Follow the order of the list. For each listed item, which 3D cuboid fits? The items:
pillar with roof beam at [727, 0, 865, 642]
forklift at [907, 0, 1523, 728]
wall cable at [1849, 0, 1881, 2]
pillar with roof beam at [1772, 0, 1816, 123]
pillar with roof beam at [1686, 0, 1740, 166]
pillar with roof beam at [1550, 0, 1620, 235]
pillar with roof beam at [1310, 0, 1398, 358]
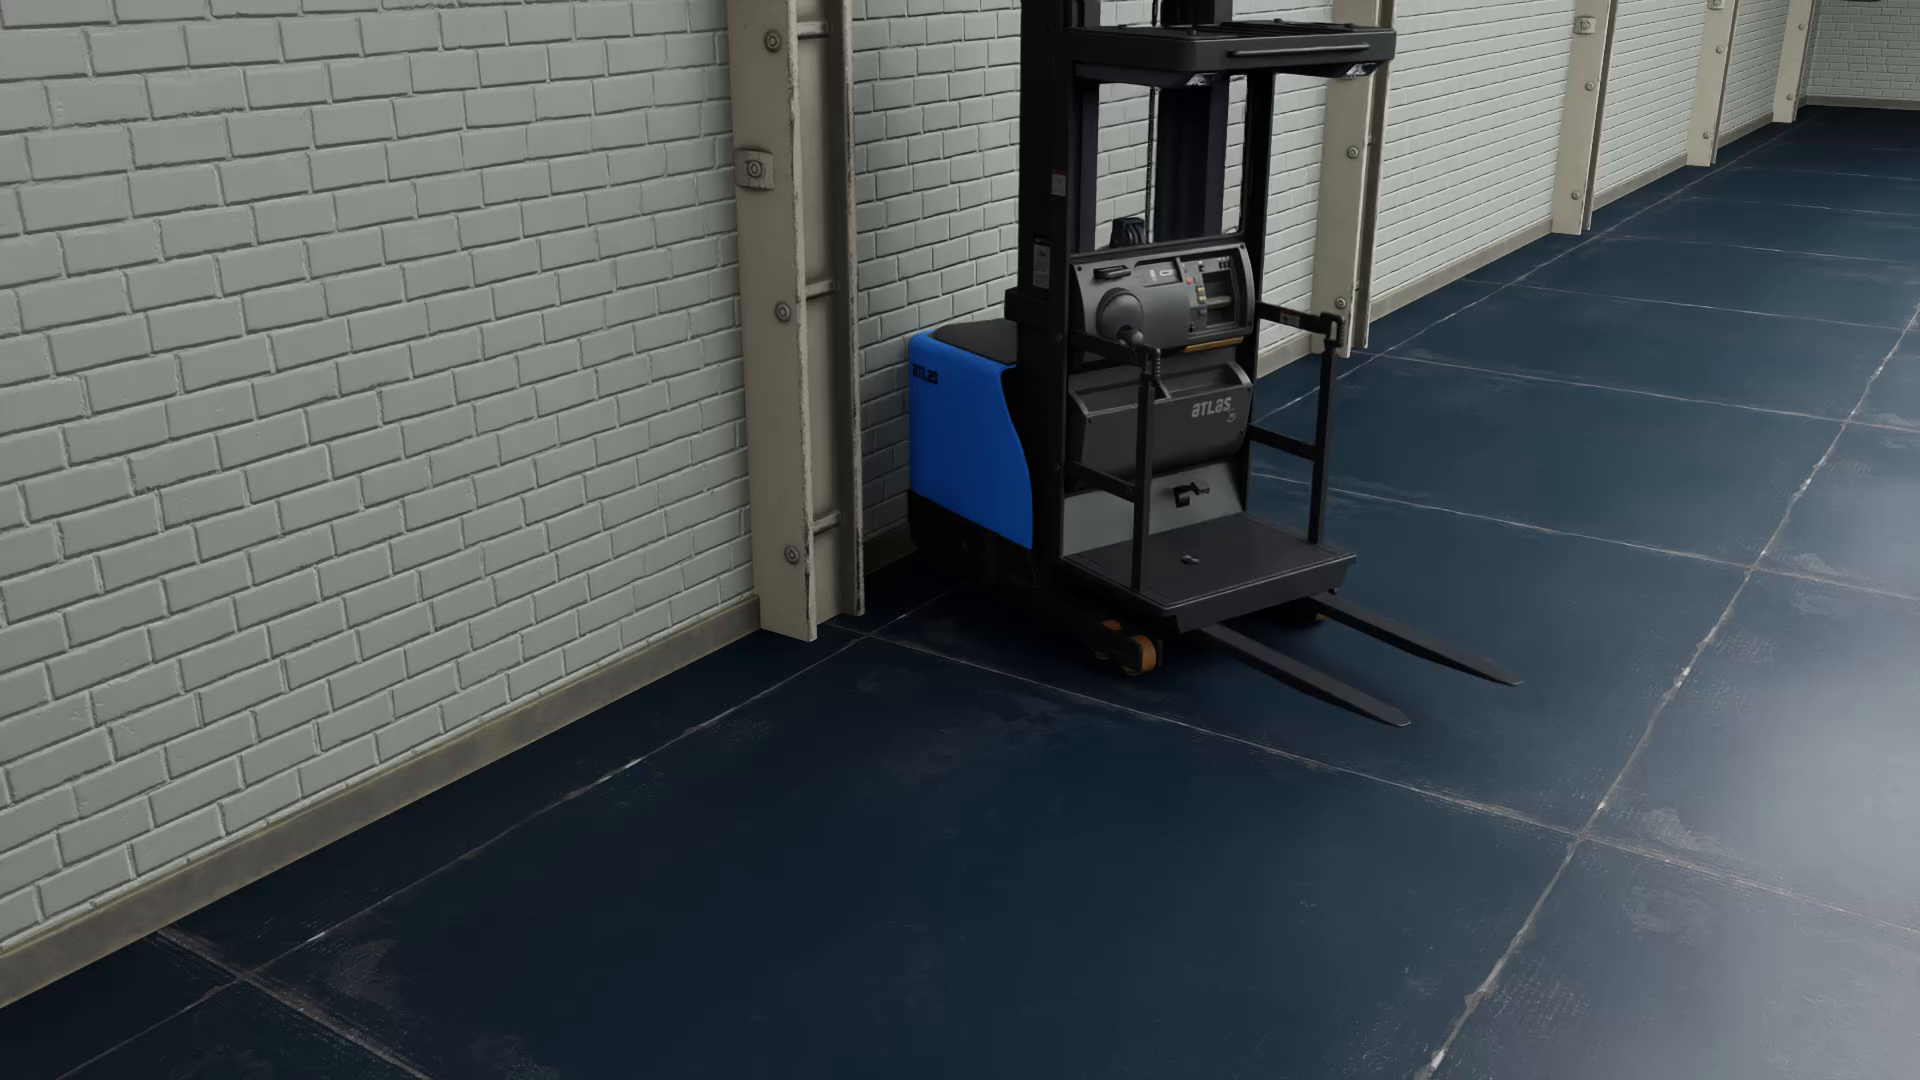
[{"bbox_3d":[2.903,-3.033,3.492,9.100,9.000,0.400,13,24,32],"label":"pillar with roof beam"},{"bbox_3d":[0.980,-1.009,6.769,1.130,2.935,3.031,-13,24,-32],"label":"forklift"},{"bbox_3d":[15.584,-9.889,26.505,3.097,2.526,0.112,13,24,32],"label":"wall cable"},{"bbox_3d":[16.395,-9.919,22.108,9.100,9.000,0.400,13,24,32],"label":"pillar with roof beam"},{"bbox_3d":[13.022,-8.197,17.454,9.100,9.000,0.400,13,24,32],"label":"pillar with roof beam"},{"bbox_3d":[9.649,-6.476,12.800,9.100,9.000,0.400,13,24,32],"label":"pillar with roof beam"},{"bbox_3d":[6.276,-4.754,8.146,9.100,9.000,0.400,13,24,32],"label":"pillar with roof beam"}]
